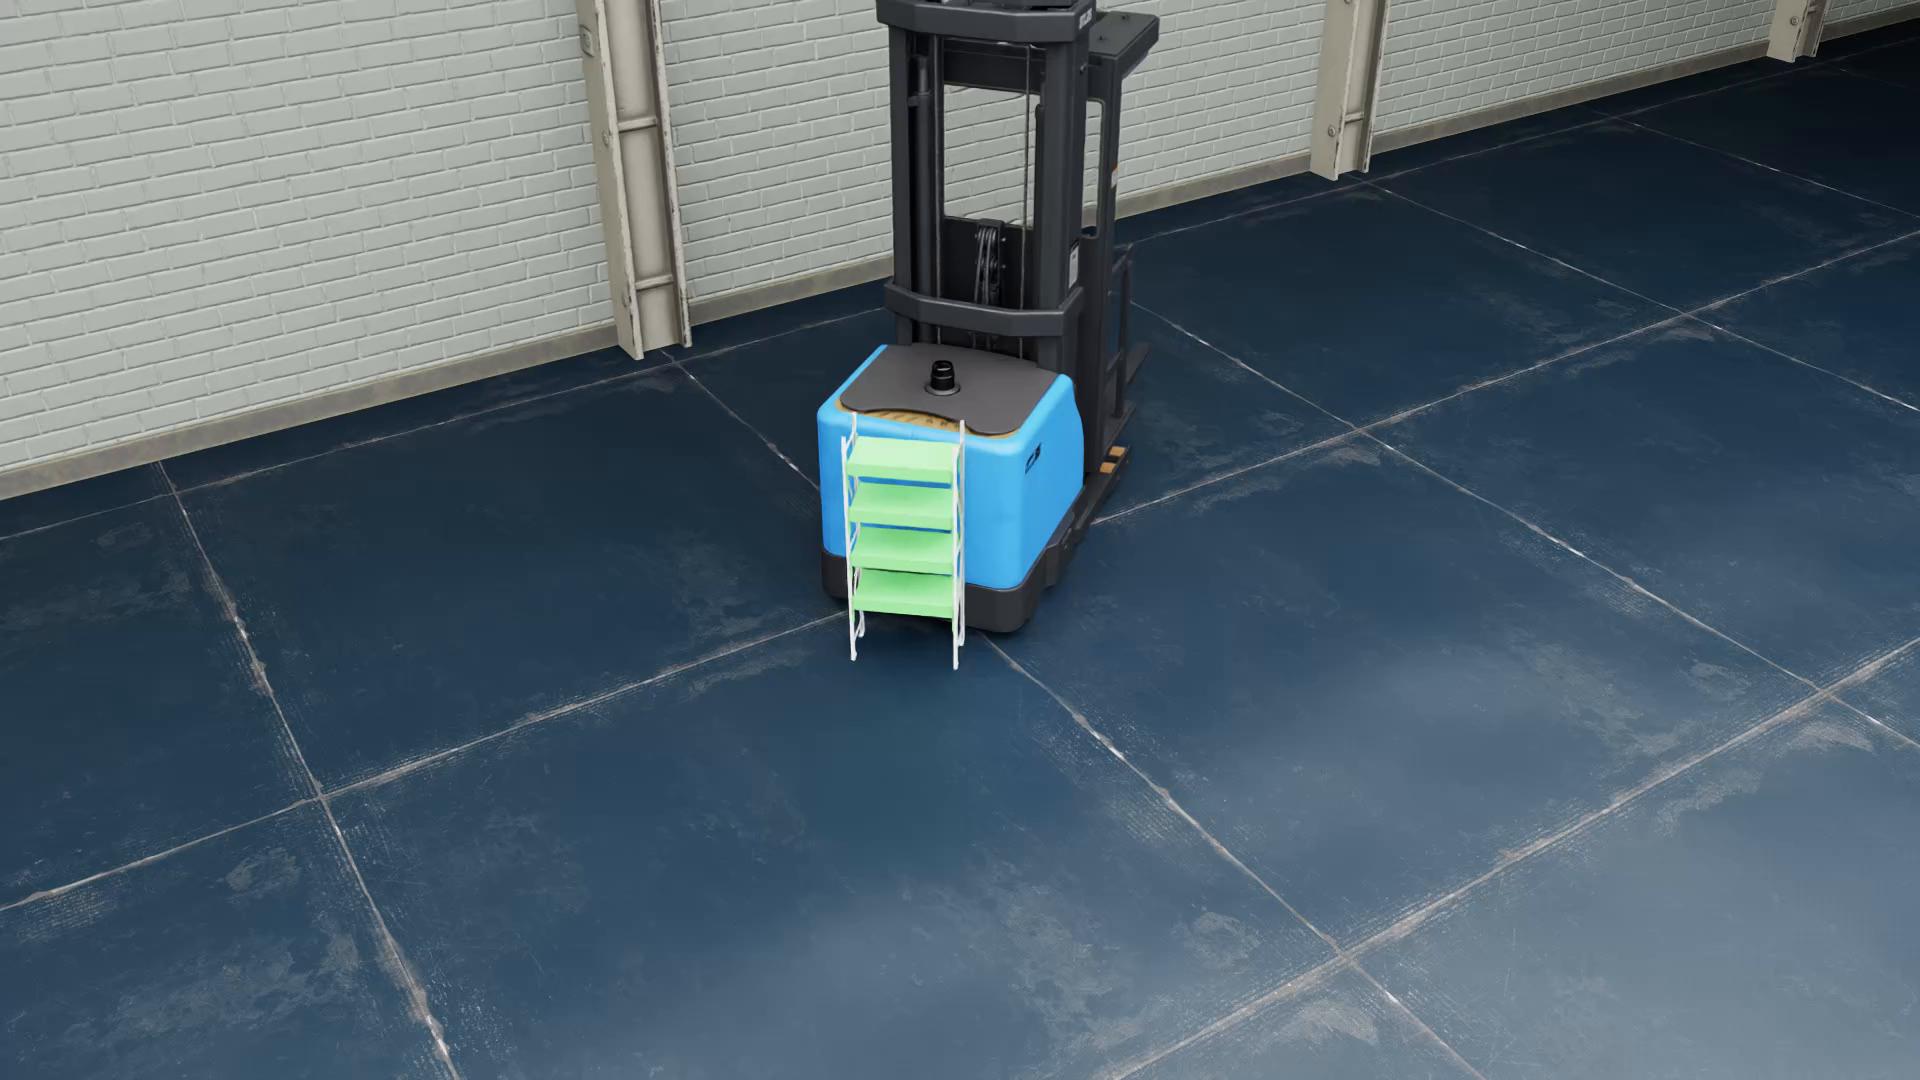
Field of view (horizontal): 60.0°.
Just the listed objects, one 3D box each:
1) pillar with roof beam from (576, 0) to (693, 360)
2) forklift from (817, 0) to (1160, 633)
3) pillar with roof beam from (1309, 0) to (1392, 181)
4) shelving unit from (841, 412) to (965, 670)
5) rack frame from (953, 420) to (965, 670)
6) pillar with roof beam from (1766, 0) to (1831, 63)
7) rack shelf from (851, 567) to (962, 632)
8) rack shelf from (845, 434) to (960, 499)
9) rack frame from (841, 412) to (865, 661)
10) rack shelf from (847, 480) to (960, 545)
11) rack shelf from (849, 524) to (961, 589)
[{"bbox_3d":[0.357,-3.143,5.298,0.400,9.000,9.100,-19,37,-27],"label":"pillar with roof beam"},{"bbox_3d":[0.319,-1.575,8.499,1.130,2.935,3.031,12,34,18],"label":"forklift"},{"bbox_3d":[5.400,-4.877,8.048,0.400,9.000,9.100,-19,37,-27],"label":"pillar with roof beam"},{"bbox_3d":[-0.246,0.021,7.590,0.503,1.200,0.258,5,33,7],"label":"shelving unit"},{"bbox_3d":[-0.005,0.040,7.558,0.015,1.200,0.240,5,33,7],"label":"rack frame"},{"bbox_3d":[10.443,-6.612,10.797,0.400,9.000,9.100,-19,37,-27],"label":"pillar with roof beam"},{"bbox_3d":[-0.246,0.276,7.755,0.480,0.148,0.258,5,33,7],"label":"rack shelf"},{"bbox_3d":[-0.247,-0.329,7.364,0.480,0.148,0.258,5,33,7],"label":"rack shelf"},{"bbox_3d":[-0.487,0.001,7.621,0.015,1.200,0.240,5,33,7],"label":"rack frame"},{"bbox_3d":[-0.247,-0.127,7.494,0.480,0.148,0.258,5,33,7],"label":"rack shelf"},{"bbox_3d":[-0.246,0.074,7.625,0.480,0.148,0.258,5,33,7],"label":"rack shelf"}]
